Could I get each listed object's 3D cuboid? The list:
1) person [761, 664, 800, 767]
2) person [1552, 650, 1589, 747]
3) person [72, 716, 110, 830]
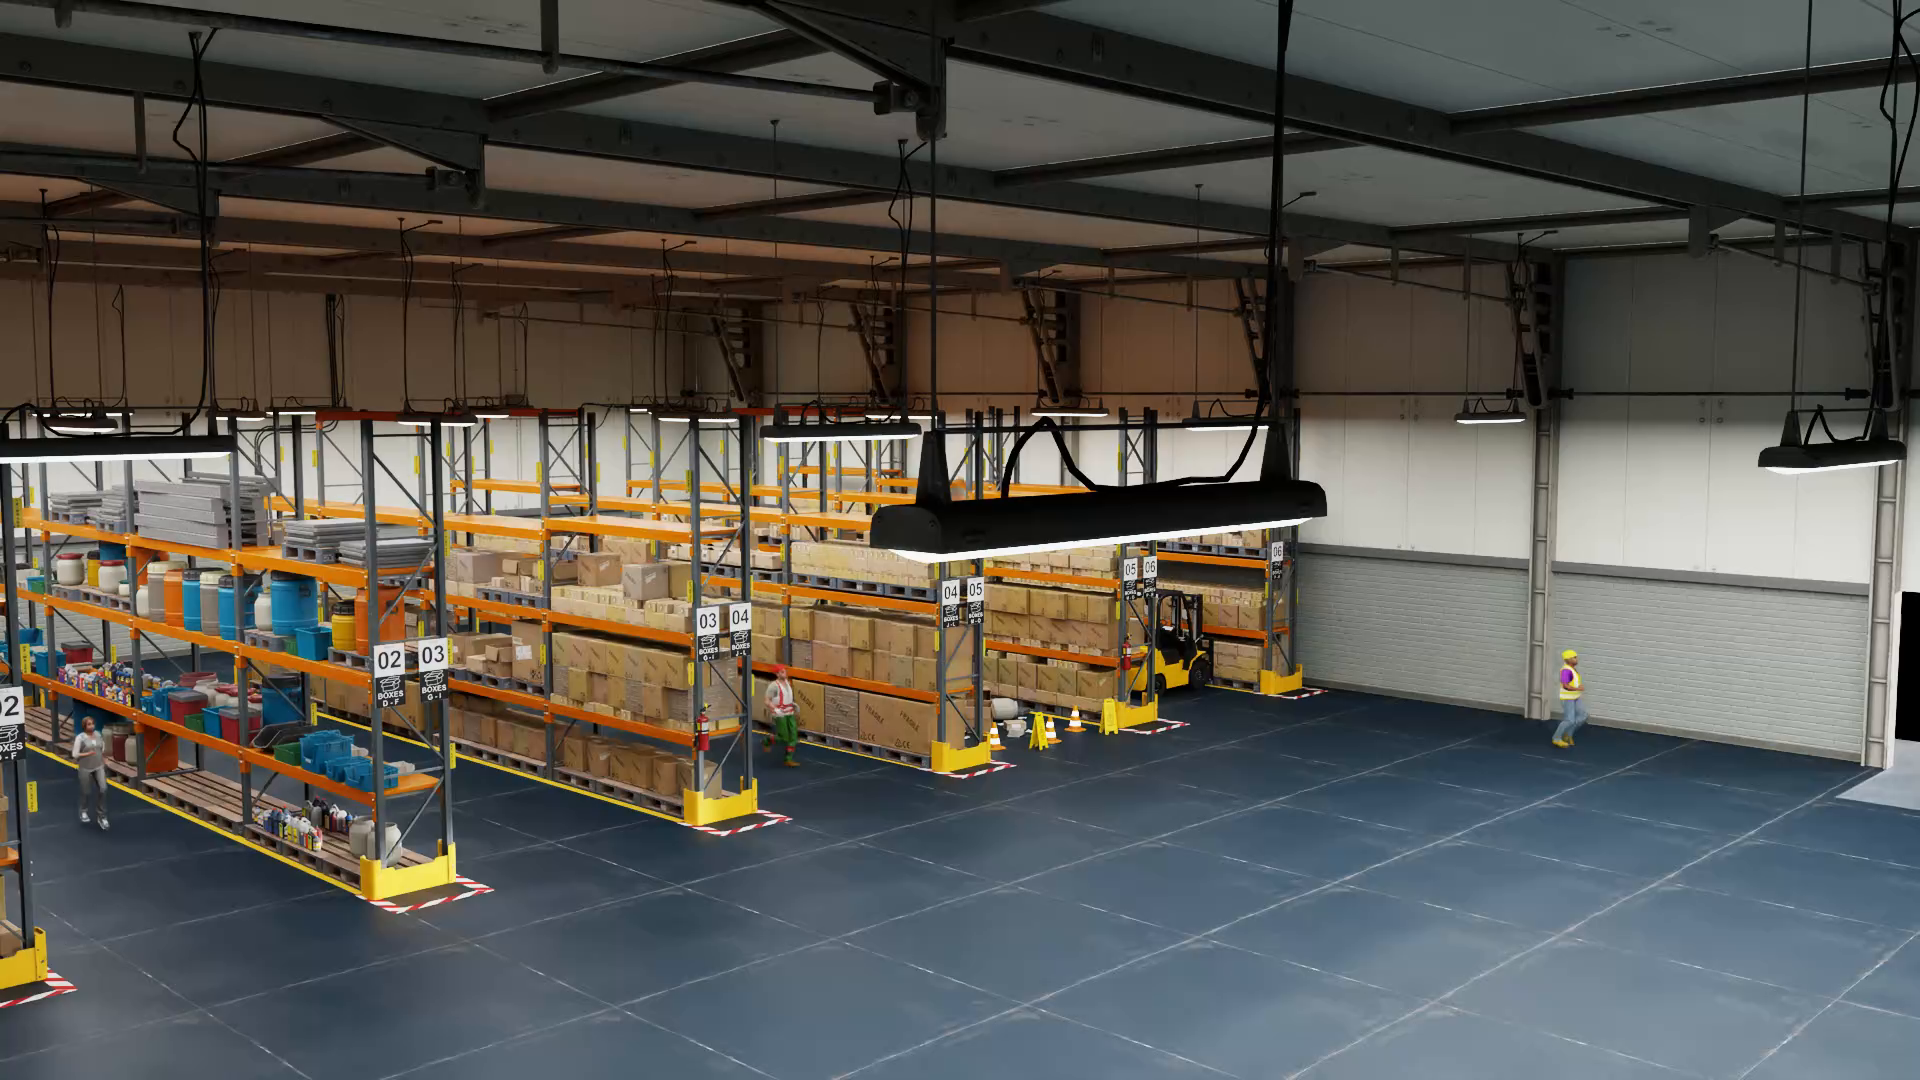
[{"bbox_3d":[-3.022,2.970,28.270,0.773,1.749,0.670,4,6,36],"label":"person"},{"bbox_3d":[10.885,2.830,29.607,0.609,1.758,0.767,3,6,32],"label":"person"},{"bbox_3d":[-12.658,3.376,24.214,0.706,1.635,0.520,4,7,41],"label":"person"}]
